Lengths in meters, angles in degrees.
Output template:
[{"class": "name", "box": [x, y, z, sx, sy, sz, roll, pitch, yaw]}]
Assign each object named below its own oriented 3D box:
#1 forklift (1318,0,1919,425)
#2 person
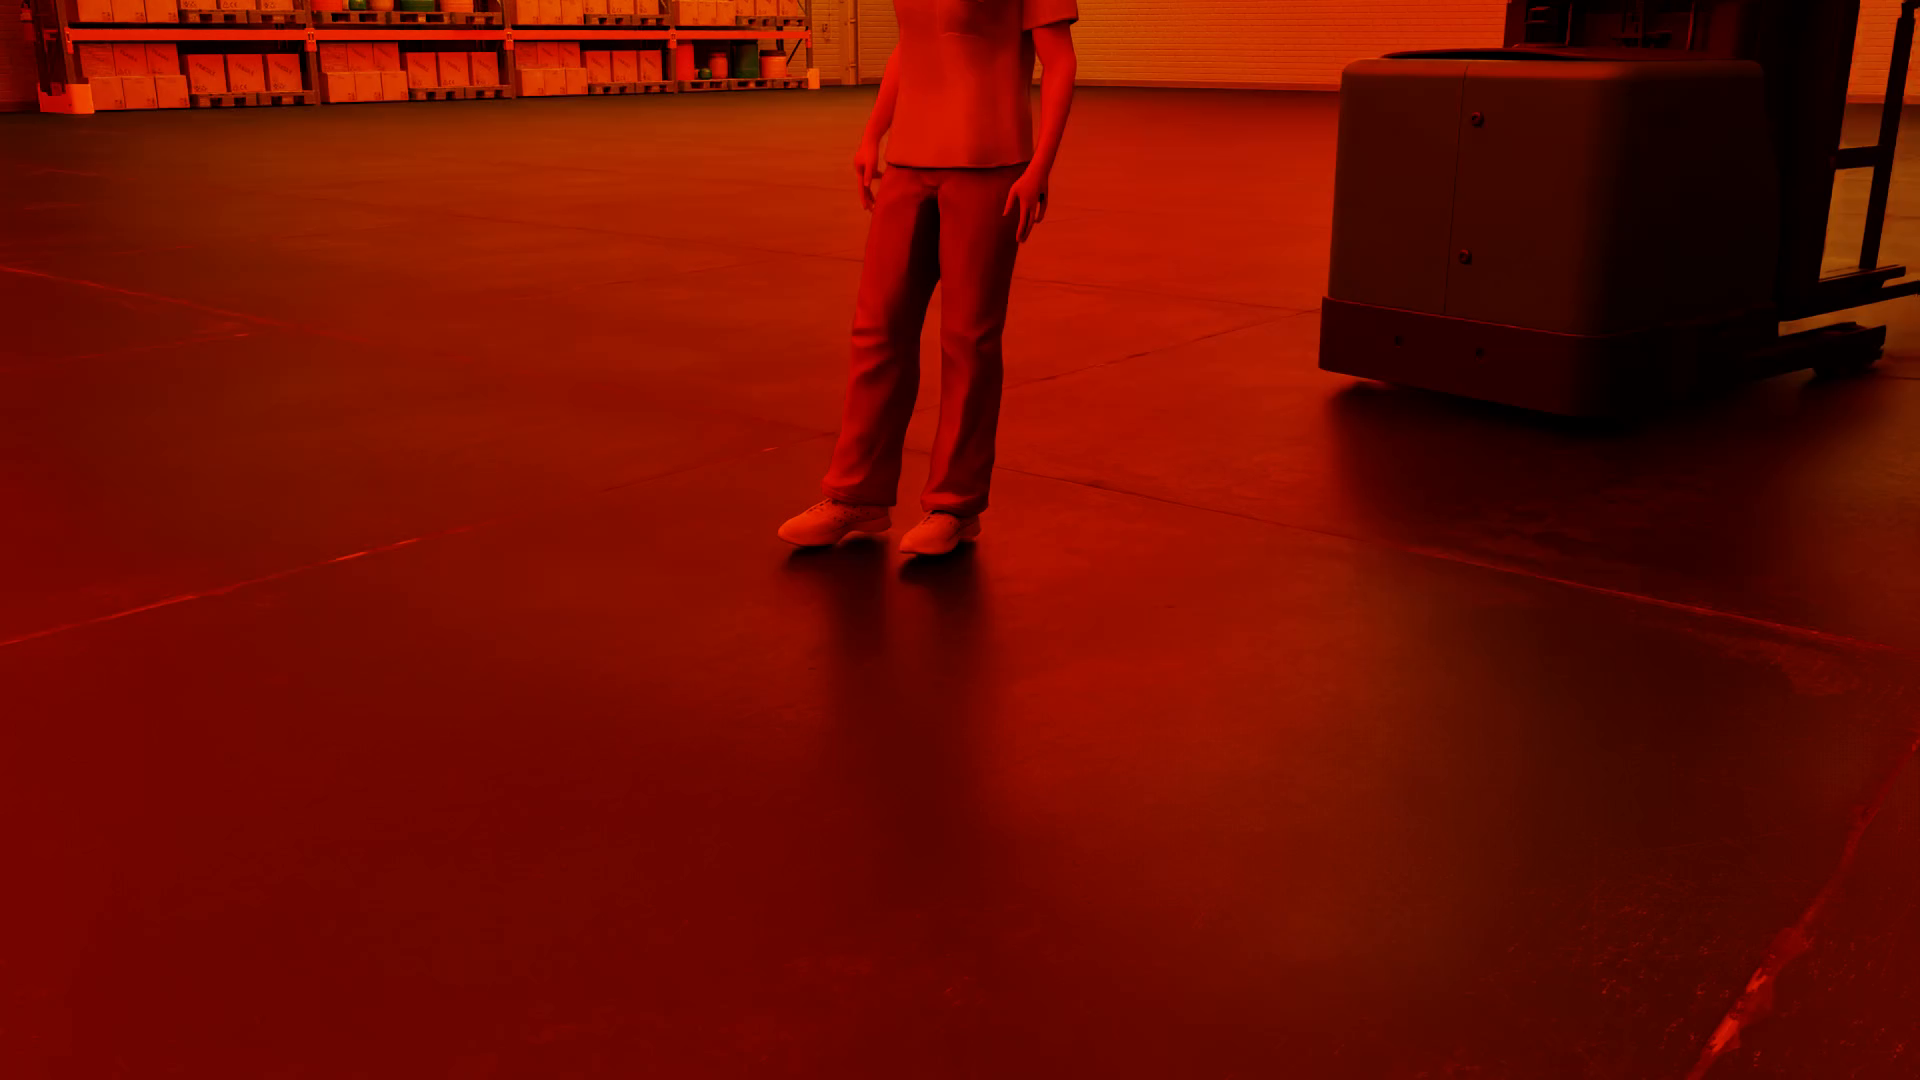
[{"class": "forklift", "box": [2.675, -2.076, 5.736, 3.031, 2.935, 1.130, -13, 21, -37]}, {"class": "person", "box": [-0.056, -0.794, 3.649, 0.553, 1.673, 0.548, 13, 21, 37]}]
